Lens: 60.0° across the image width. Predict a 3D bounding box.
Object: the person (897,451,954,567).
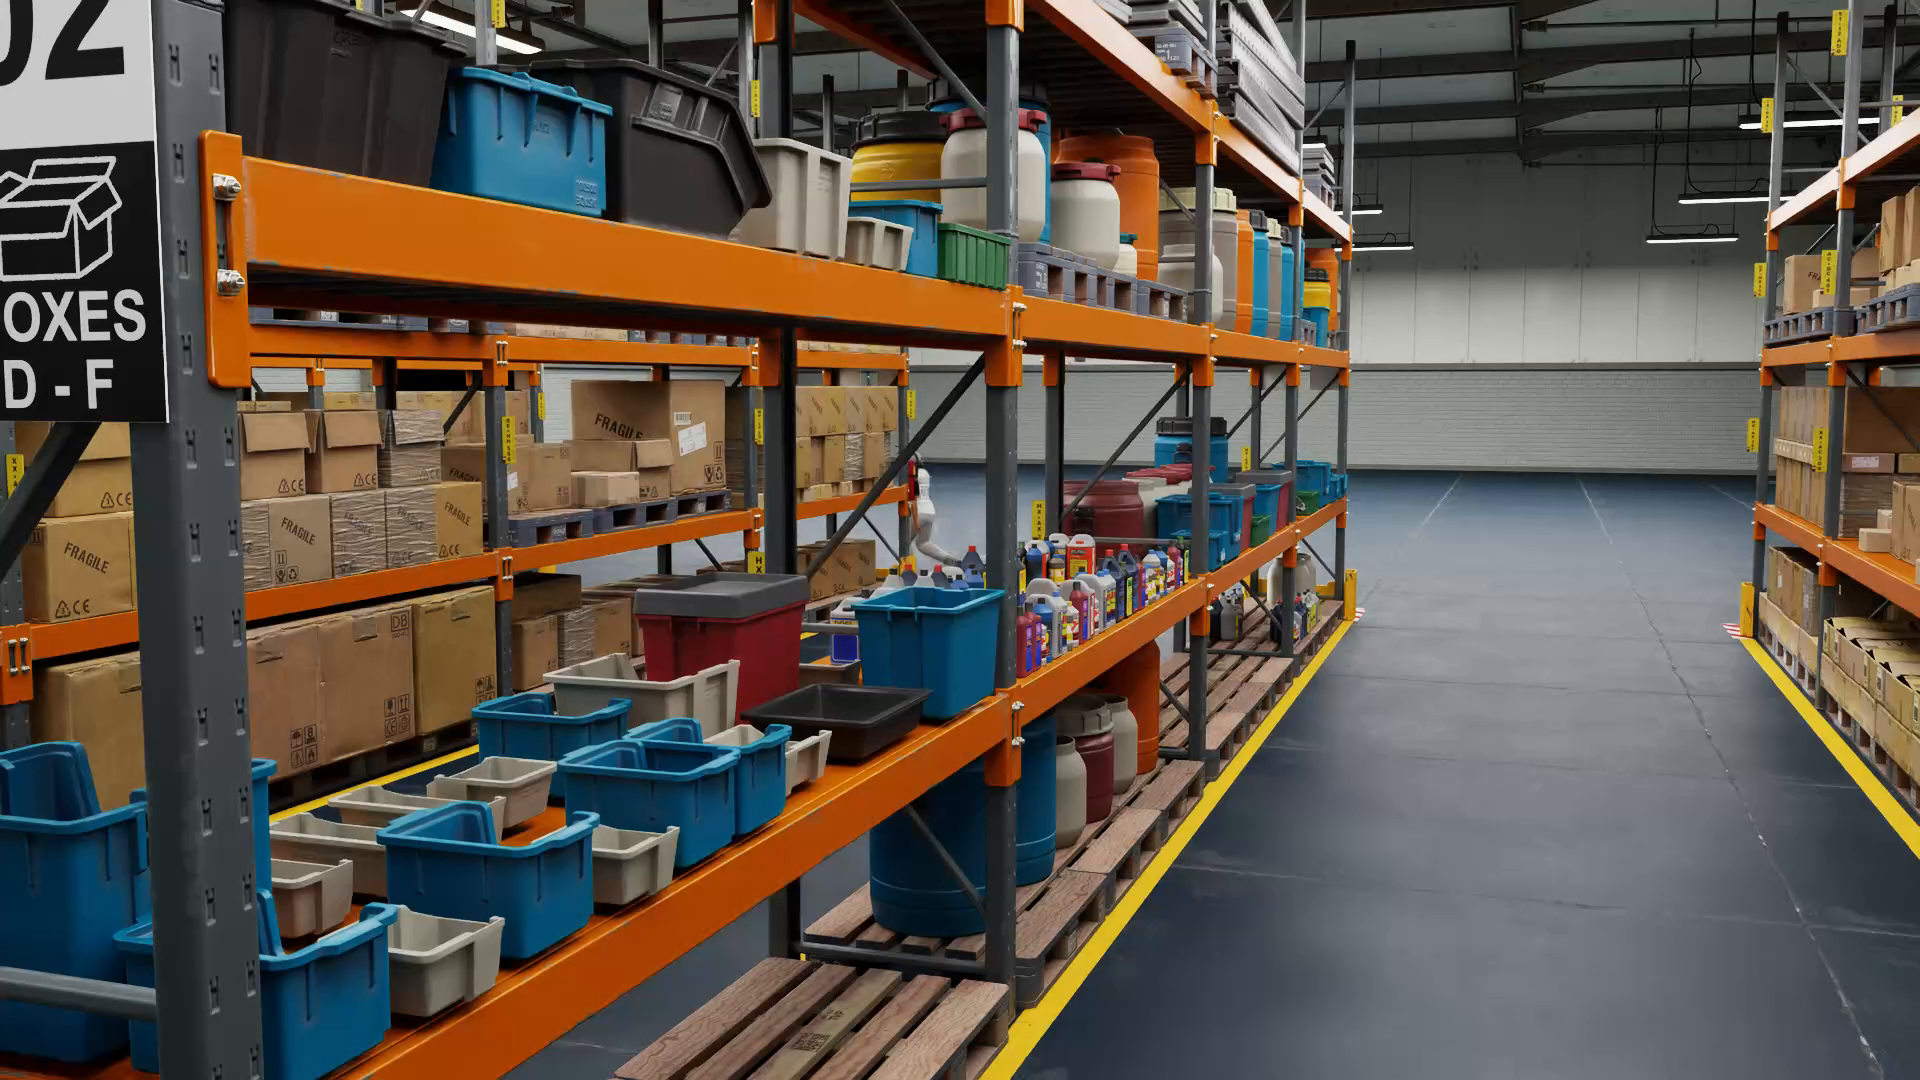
[{"bbox_3d":[-0.472,-0.286,20.566,0.761,1.631,0.503,3,6,29],"label":"person"}]
